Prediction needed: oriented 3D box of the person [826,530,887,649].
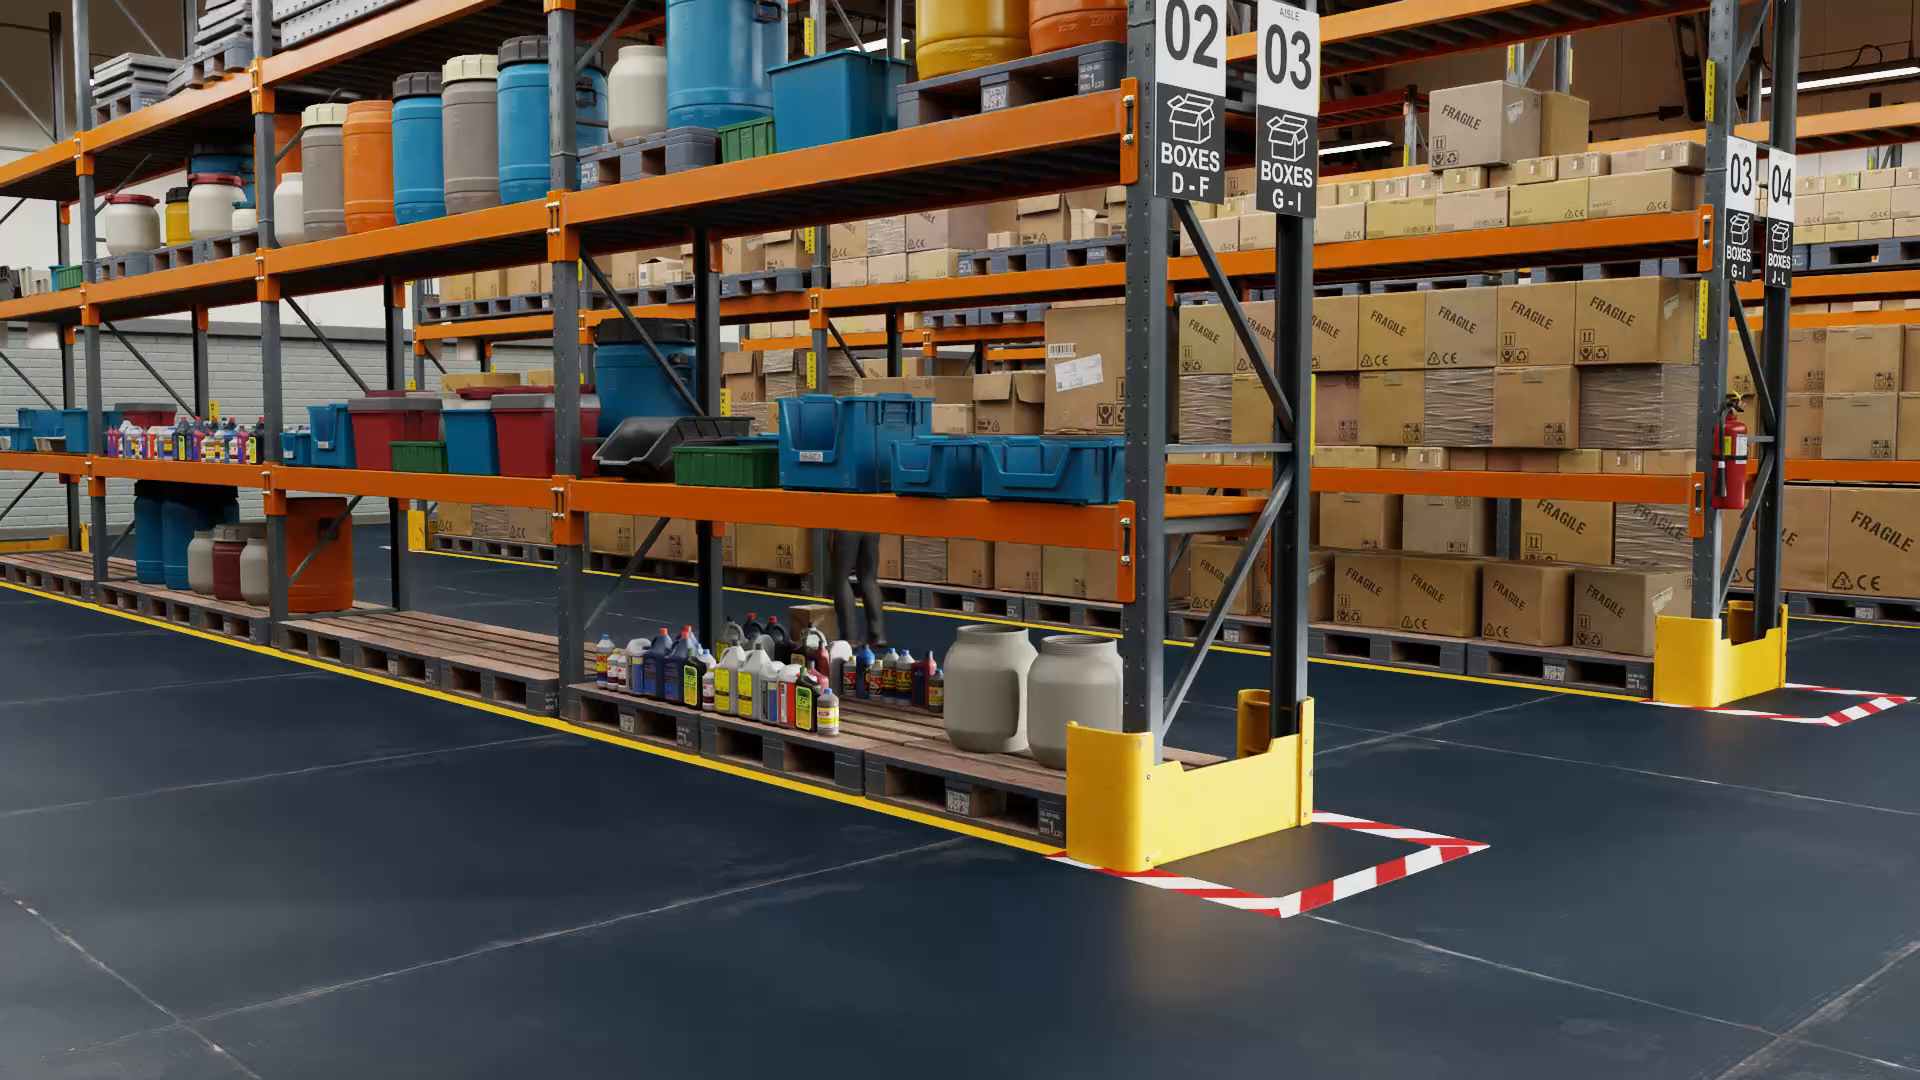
[{"bbox_3d":[-0.764,-0.042,11.866,0.436,1.679,0.316,-4,5,-42],"label":"person"}]
